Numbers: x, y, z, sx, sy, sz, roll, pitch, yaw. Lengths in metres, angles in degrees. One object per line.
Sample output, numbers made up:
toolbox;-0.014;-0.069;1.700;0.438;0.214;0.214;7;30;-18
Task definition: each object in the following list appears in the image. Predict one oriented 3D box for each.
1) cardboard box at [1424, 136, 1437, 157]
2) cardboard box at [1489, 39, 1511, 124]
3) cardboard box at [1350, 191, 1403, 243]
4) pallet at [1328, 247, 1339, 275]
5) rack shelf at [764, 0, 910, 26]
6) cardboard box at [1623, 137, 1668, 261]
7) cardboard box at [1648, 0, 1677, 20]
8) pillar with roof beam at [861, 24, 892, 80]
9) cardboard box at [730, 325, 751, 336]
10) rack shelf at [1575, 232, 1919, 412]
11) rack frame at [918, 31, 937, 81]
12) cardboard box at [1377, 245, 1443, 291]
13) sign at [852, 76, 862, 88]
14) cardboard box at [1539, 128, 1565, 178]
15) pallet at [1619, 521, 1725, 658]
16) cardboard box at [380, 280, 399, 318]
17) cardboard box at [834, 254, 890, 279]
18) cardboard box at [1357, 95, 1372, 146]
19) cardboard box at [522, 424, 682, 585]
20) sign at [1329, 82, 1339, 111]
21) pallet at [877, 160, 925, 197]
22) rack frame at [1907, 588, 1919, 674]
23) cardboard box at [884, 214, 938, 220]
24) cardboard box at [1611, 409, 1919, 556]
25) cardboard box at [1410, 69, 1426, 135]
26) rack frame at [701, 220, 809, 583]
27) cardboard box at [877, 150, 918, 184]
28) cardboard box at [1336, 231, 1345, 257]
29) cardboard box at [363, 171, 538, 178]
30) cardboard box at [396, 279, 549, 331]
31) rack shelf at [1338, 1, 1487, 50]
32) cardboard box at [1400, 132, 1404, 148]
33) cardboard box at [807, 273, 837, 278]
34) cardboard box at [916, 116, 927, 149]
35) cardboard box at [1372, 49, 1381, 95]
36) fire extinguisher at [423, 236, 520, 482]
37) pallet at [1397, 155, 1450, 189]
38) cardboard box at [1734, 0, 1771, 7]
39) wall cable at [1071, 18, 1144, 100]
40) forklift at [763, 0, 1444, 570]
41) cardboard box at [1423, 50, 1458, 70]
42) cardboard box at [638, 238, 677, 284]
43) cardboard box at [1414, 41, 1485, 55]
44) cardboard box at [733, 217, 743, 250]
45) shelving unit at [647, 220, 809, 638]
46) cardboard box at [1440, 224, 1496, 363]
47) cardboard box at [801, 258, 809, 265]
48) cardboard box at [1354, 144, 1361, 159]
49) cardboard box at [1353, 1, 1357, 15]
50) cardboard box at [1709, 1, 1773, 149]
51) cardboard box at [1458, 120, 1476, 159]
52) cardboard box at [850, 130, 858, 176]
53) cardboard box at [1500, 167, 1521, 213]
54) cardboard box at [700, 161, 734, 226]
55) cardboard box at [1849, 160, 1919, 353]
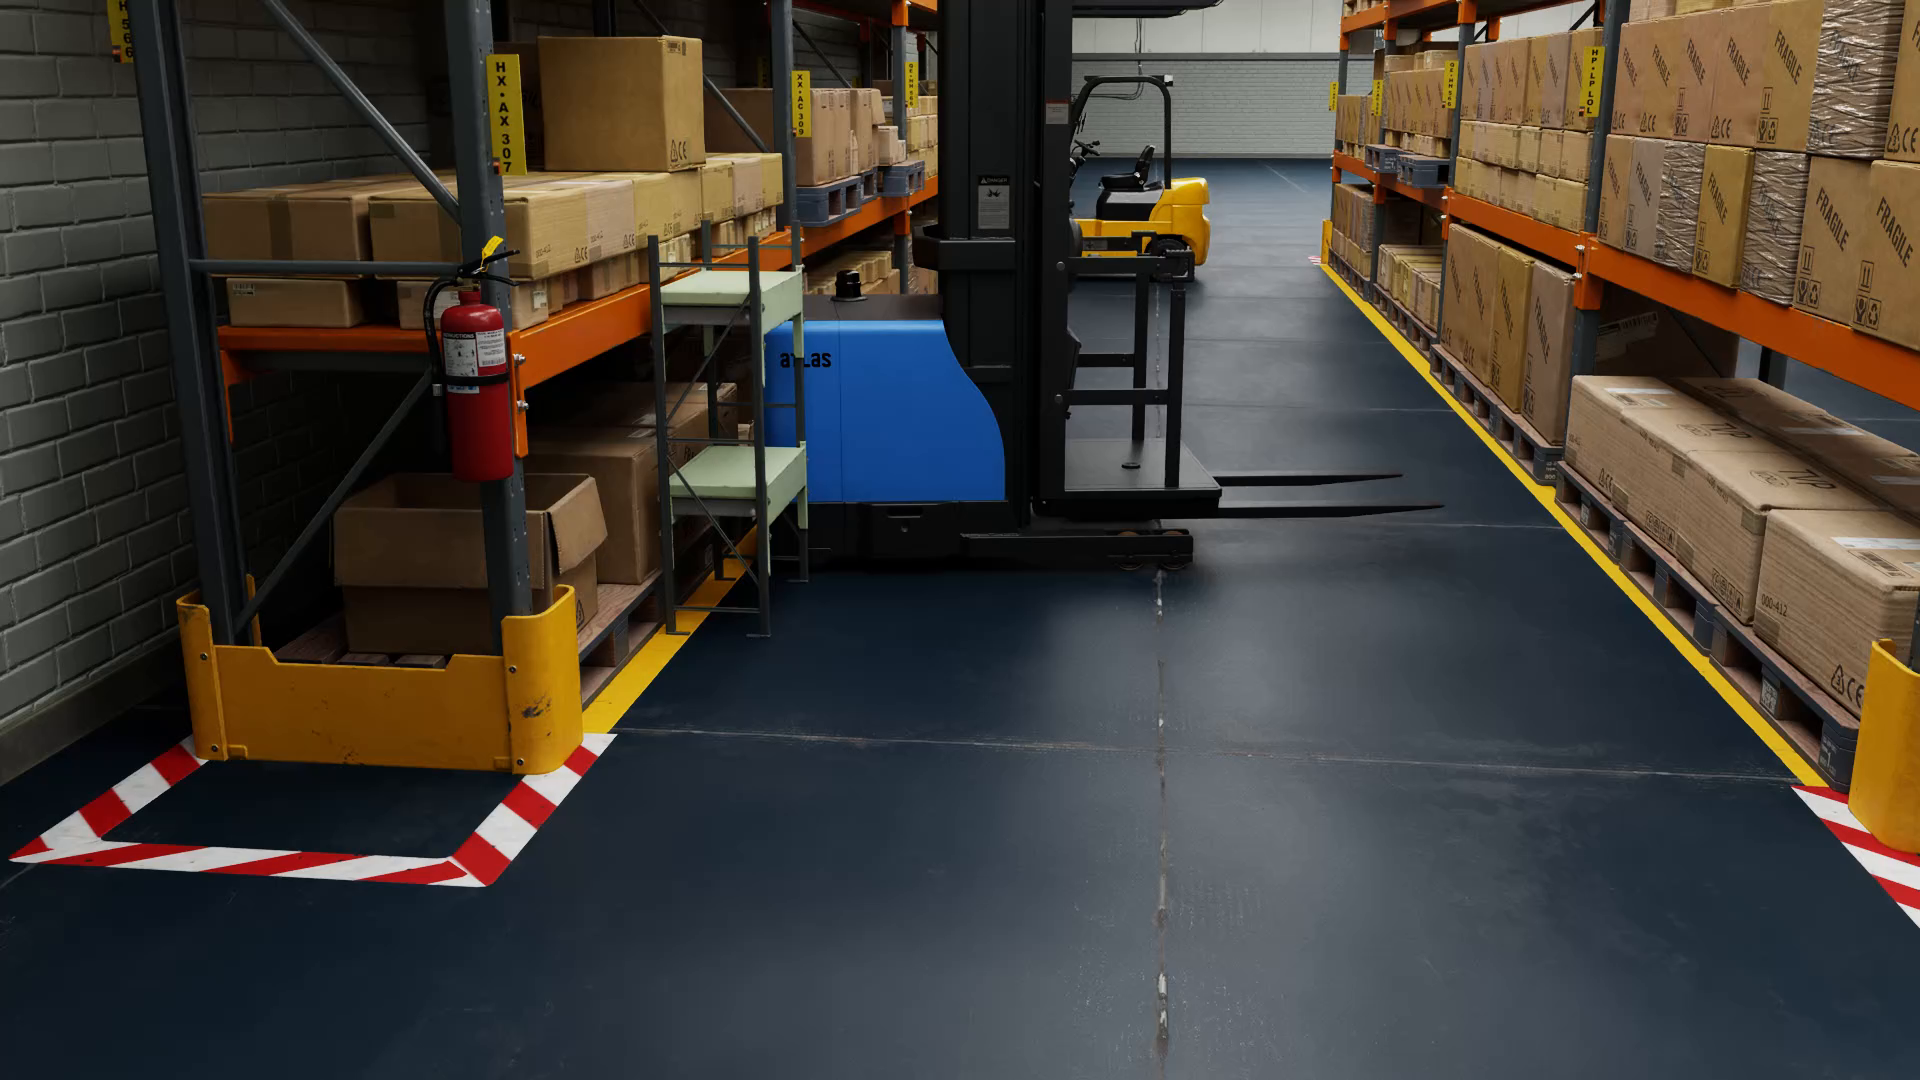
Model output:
cardboard box;3.778;-3.018;12.754;0.380;0.149;0.250;2;15;6
cardboard box;3.614;-2.854;10.363;0.500;0.500;0.500;2;15;8
cardboard box;4.397;-3.407;17.542;0.500;0.500;0.500;3;15;9
pallet;4.800;-3.206;19.114;1.003;0.211;1.213;2;15;6
rack shelf;-1.125;-3.434;10.246;1.077;0.370;4.000;2;15;6
cardboard box;3.208;-1.473;7.171;0.500;0.500;0.500;2;15;7
cardboard box;3.275;-2.372;7.338;0.380;0.149;0.250;2;15;7
pillar with roof beam;3.307;-7.542;18.313;9.100;9.000;0.400;2;15;6
cardboard box;-1.046;-1.209;9.127;0.380;0.149;0.250;2;15;9
rack shelf;3.356;-0.803;6.263;1.077;0.370;4.000;2;15;6
rack frame;0.003;-4.927;20.135;1.000;3.000;0.127;2;15;6
cardboard box;4.428;-2.542;15.546;0.950;0.372;0.625;2;15;7
sign;-1.000;-4.361;16.234;0.100;0.325;0.005;2;15;6
cardboard box;3.439;-2.089;8.972;0.500;0.250;0.500;2;15;8
pallet;3.283;0.189;6.558;1.003;0.211;1.213;2;15;6
cardboard box;-1.942;-0.813;5.405;0.380;0.149;0.250;2;15;8
cardboard box;-0.704;-1.954;11.882;0.380;0.149;0.250;1;15;3
cardboard box;4.393;-4.327;17.155;0.500;0.500;0.500;2;15;8
cardboard box;-1.504;-0.149;6.452;0.700;0.500;0.500;2;15;9
sign;4.397;-5.215;19.544;0.100;0.325;0.005;2;15;6
pallet;-0.906;-2.581;11.829;1.213;0.211;1.003;2;15;6
rack frame;3.130;-0.632;4.251;1.000;3.000;0.127;2;15;6
cardboard box;-0.496;-2.810;16.052;0.875;0.625;0.625;2;15;9
cardboard box;3.304;-0.243;6.918;0.875;0.438;0.875;1;15;5
cardboard box;3.911;-3.492;13.265;0.500;0.500;0.500;1;15;2
rack frame;-0.836;-0.551;6.823;0.400;1.500;0.023;2;15;6
cardboard box;-0.607;-2.887;12.880;0.500;0.250;0.500;2;15;6
cardboard box;4.505;-3.323;18.670;0.500;0.250;0.500;2;15;8
cardboard box;-1.894;-1.237;6.208;0.500;0.250;0.500;2;15;8
cardboard box;-1.492;-0.733;5.106;0.380;0.149;0.250;2;15;6
rack shelf;4.710;-5.363;17.382;1.077;0.370;4.000;2;15;6
cardboard box;4.044;-3.486;14.483;0.380;0.149;0.250;2;15;7
cardboard box;-0.959;-1.620;10.648;0.380;0.149;0.250;2;15;6
cardboard box;-0.549;-3.258;13.295;0.500;0.250;0.500;2;15;8
cardboard box;5.095;-5.317;18.902;0.700;0.500;0.500;1;15;5
fire extinguisher;-1.359;-0.508;4.656;0.296;0.674;0.183;2;15;6
pallet;4.008;-2.802;12.645;1.213;0.211;1.003;2;15;6
cardboard box;3.098;-2.044;6.126;0.380;0.149;0.250;2;15;6
wall cable;4.061;-14.675;50.644;3.097;2.526;0.112;2;15;6
forklift;0.622;-1.422;7.305;3.031;2.935;1.130;-1;15;-2
cardboard box;3.937;-3.847;13.333;0.380;0.149;0.250;1;15;4
cardboard box;-1.298;-1.065;6.337;0.380;0.149;0.250;1;15;5
cardboard box;4.749;-4.526;15.977;0.700;0.500;0.500;2;15;6
cardboard box;-1.205;-1.399;7.572;0.380;0.149;0.250;2;15;8
shelving unit;-0.877;-0.456;6.472;0.431;1.500;0.755;2;15;6
cardboard box;3.872;-1.707;11.494;0.875;0.875;0.875;2;15;6
cardboard box;-1.273;-1.900;11.683;0.380;0.149;0.250;2;15;7
cardboard box;4.381;-4.112;17.603;0.380;0.149;0.250;2;15;7
cardboard box;4.571;-5.893;18.444;0.380;0.149;0.250;2;15;8
cardboard box;3.096;-1.690;6.057;0.500;0.500;0.500;2;15;6
cardboard box;3.730;-2.751;11.420;0.500;0.250;0.500;2;15;6
cardboard box;-0.813;-2.301;9.878;0.396;0.266;0.258;2;15;9
cardboard box;3.570;-2.117;10.031;0.500;0.250;0.500;2;15;6
cardboard box;-1.277;-1.487;7.132;0.500;0.250;0.500;2;15;6
cardboard box;2.922;-0.813;4.730;0.500;0.500;0.500;2;15;7
